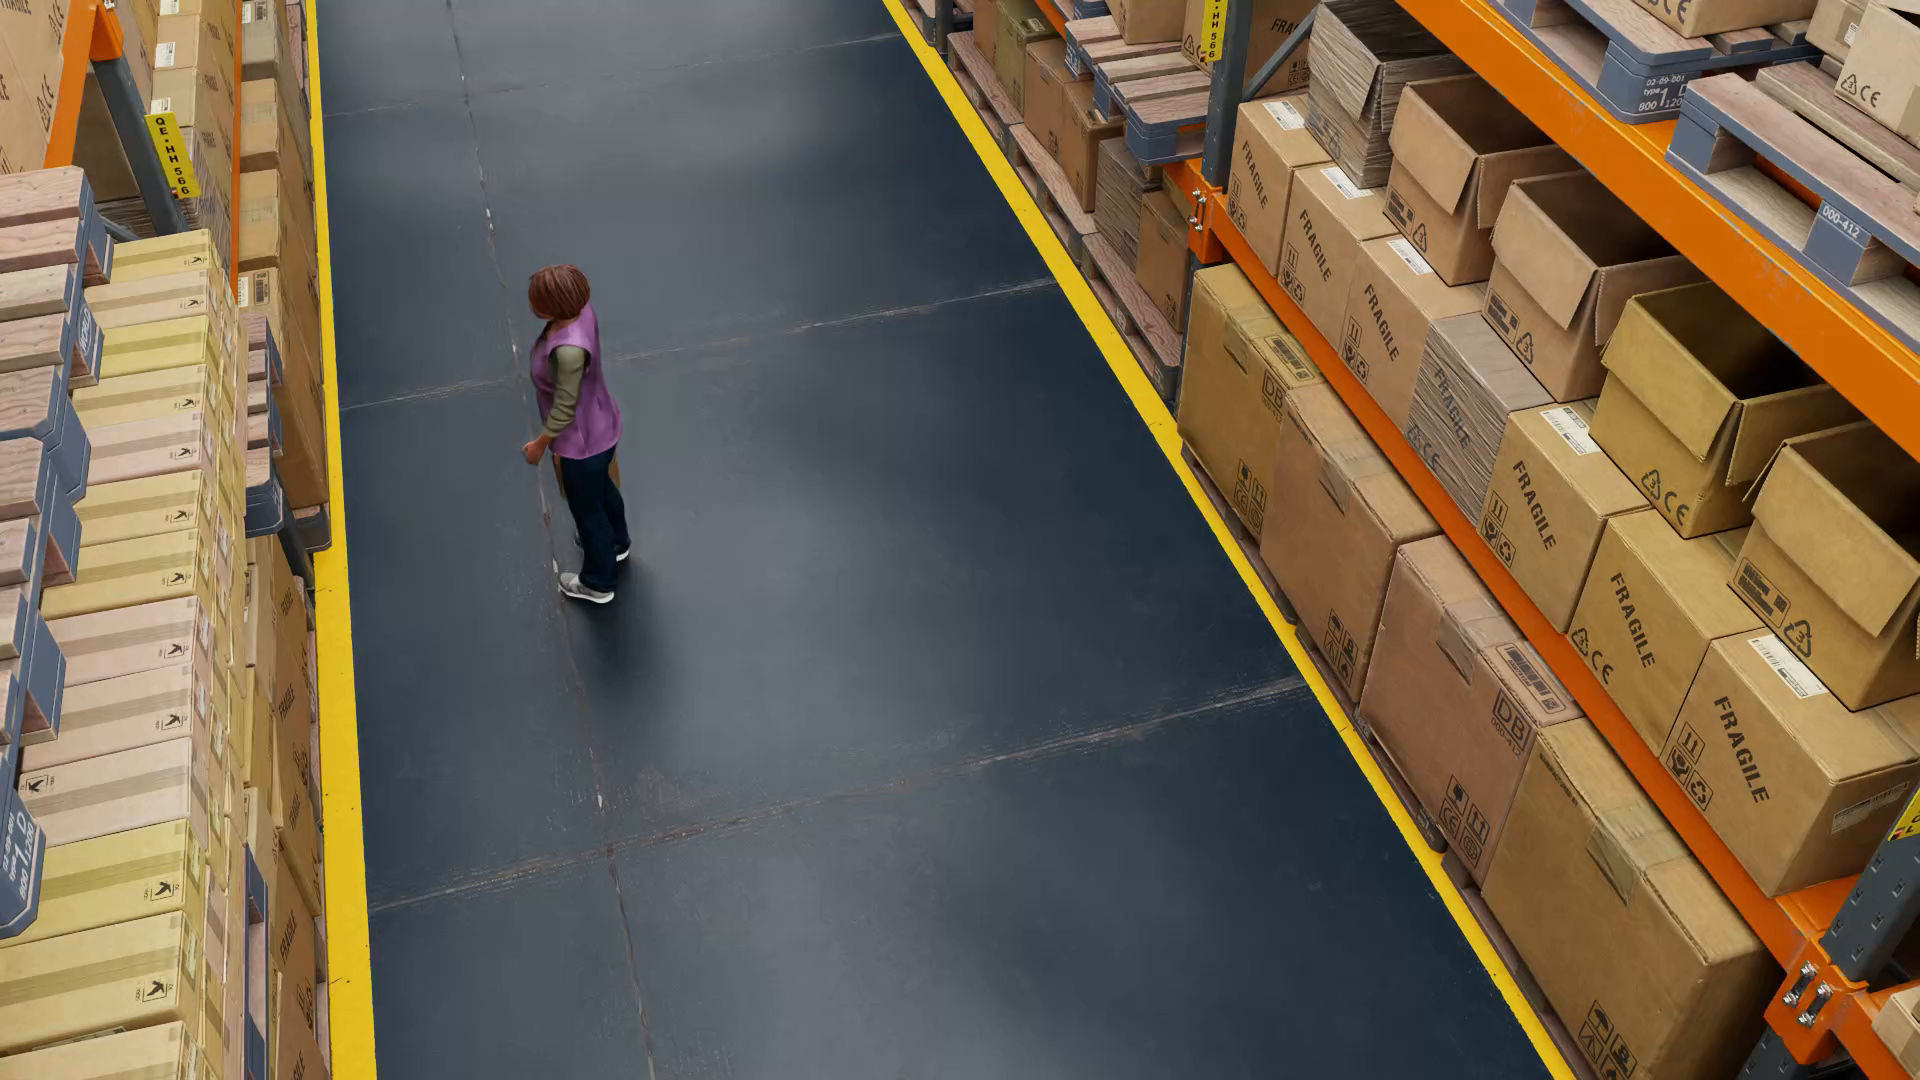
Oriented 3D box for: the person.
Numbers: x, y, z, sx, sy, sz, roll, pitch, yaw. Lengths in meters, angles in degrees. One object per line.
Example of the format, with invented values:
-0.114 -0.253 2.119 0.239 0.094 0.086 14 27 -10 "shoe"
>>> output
-1.538 -0.439 6.611 0.396 1.606 0.477 -5 43 -5 "person"
